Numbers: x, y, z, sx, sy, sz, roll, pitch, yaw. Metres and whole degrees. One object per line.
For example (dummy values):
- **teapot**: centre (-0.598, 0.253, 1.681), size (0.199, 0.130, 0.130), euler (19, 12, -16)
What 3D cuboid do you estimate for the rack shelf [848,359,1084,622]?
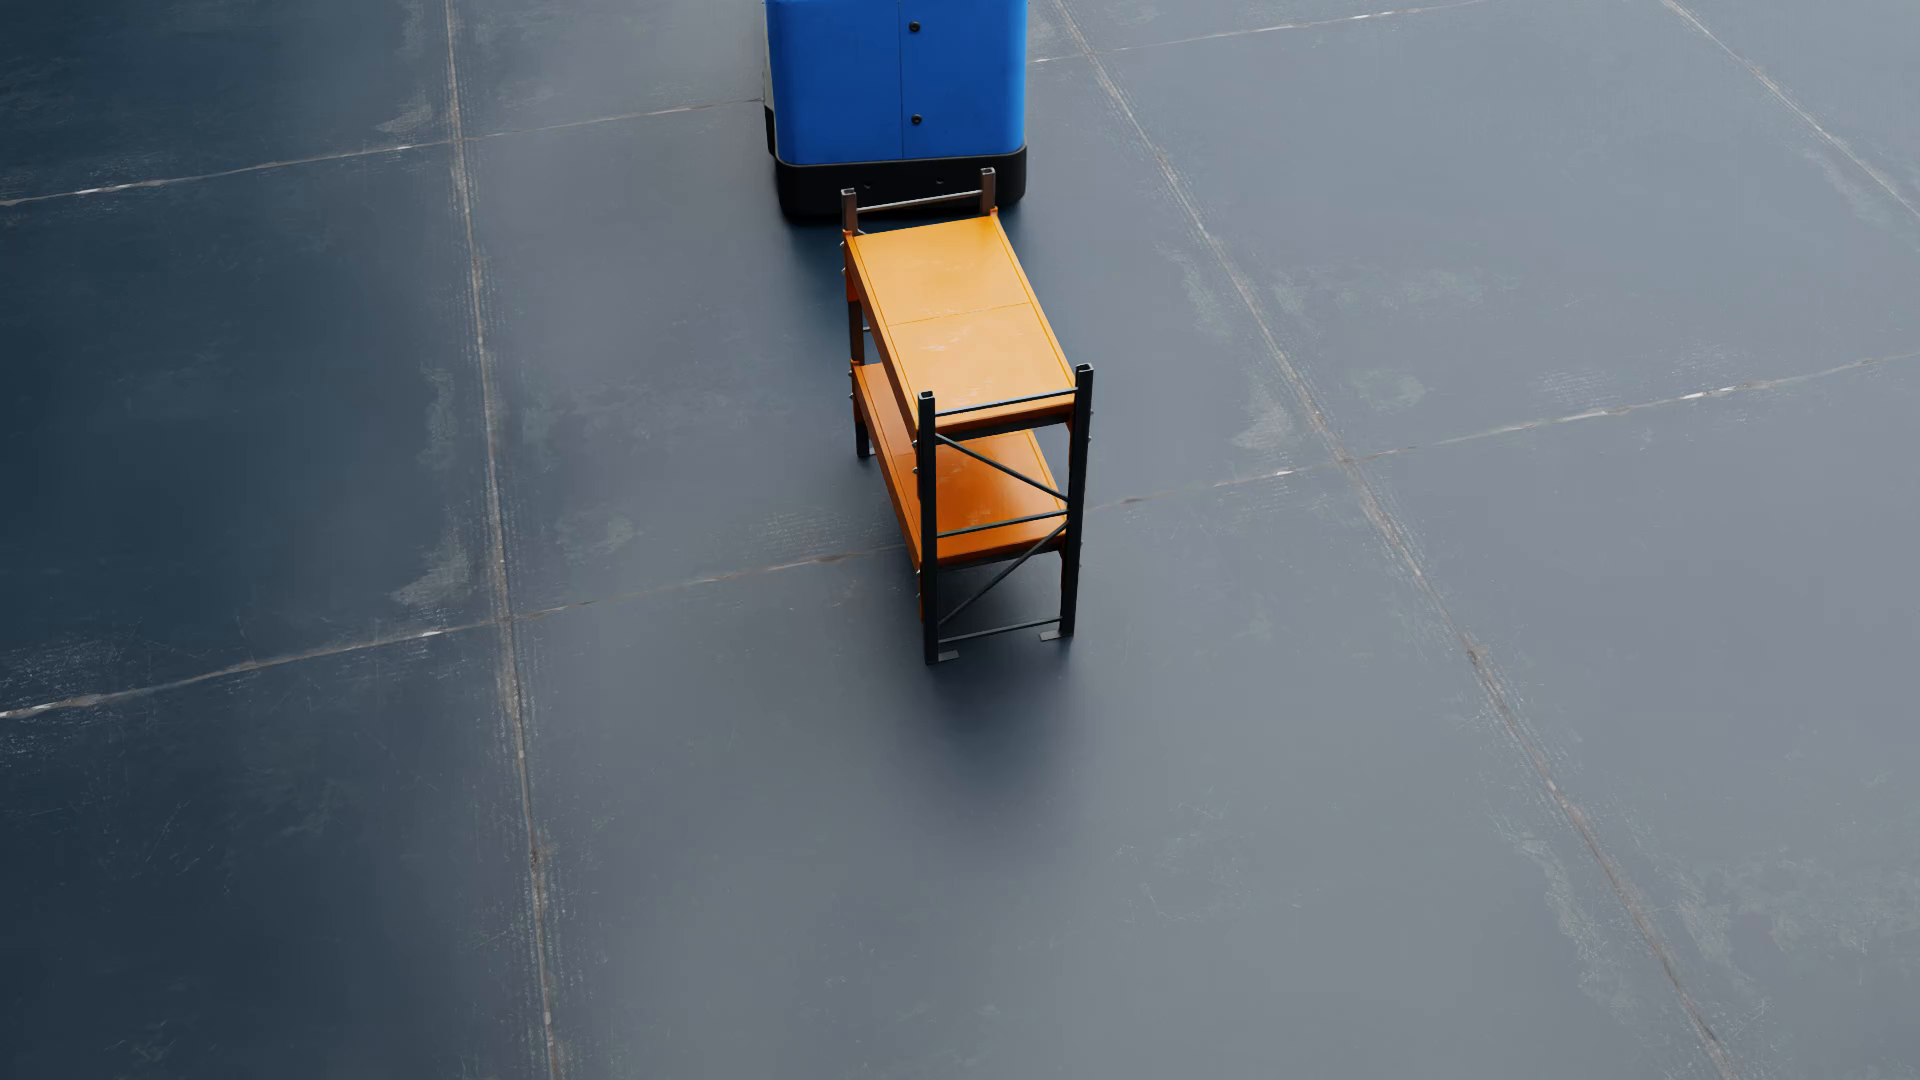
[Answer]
- **rack shelf**: centre (-0.002, -0.227, 5.527), size (0.538, 0.278, 1.000), euler (-11, 47, -10)

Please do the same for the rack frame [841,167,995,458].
- **rack frame**: centre (-0.132, -0.749, 5.697), size (0.500, 1.125, 0.032), euler (-11, 47, -10)

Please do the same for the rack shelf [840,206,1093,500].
- **rack shelf**: centre (-0.002, -0.603, 5.144), size (0.538, 0.278, 1.000), euler (-11, 47, -10)

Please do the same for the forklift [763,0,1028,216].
- **forklift**: centre (-0.382, -3.443, 7.072), size (1.130, 2.935, 3.031), euler (-4, 46, -4)

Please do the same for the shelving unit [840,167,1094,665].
- **shelving unit**: centre (-0.002, -0.398, 5.353), size (0.538, 1.125, 1.048), euler (-11, 47, -10)

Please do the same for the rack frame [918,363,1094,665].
- **rack frame**: centre (0.128, -0.047, 5.009), size (0.500, 1.125, 0.032), euler (-11, 47, -10)
